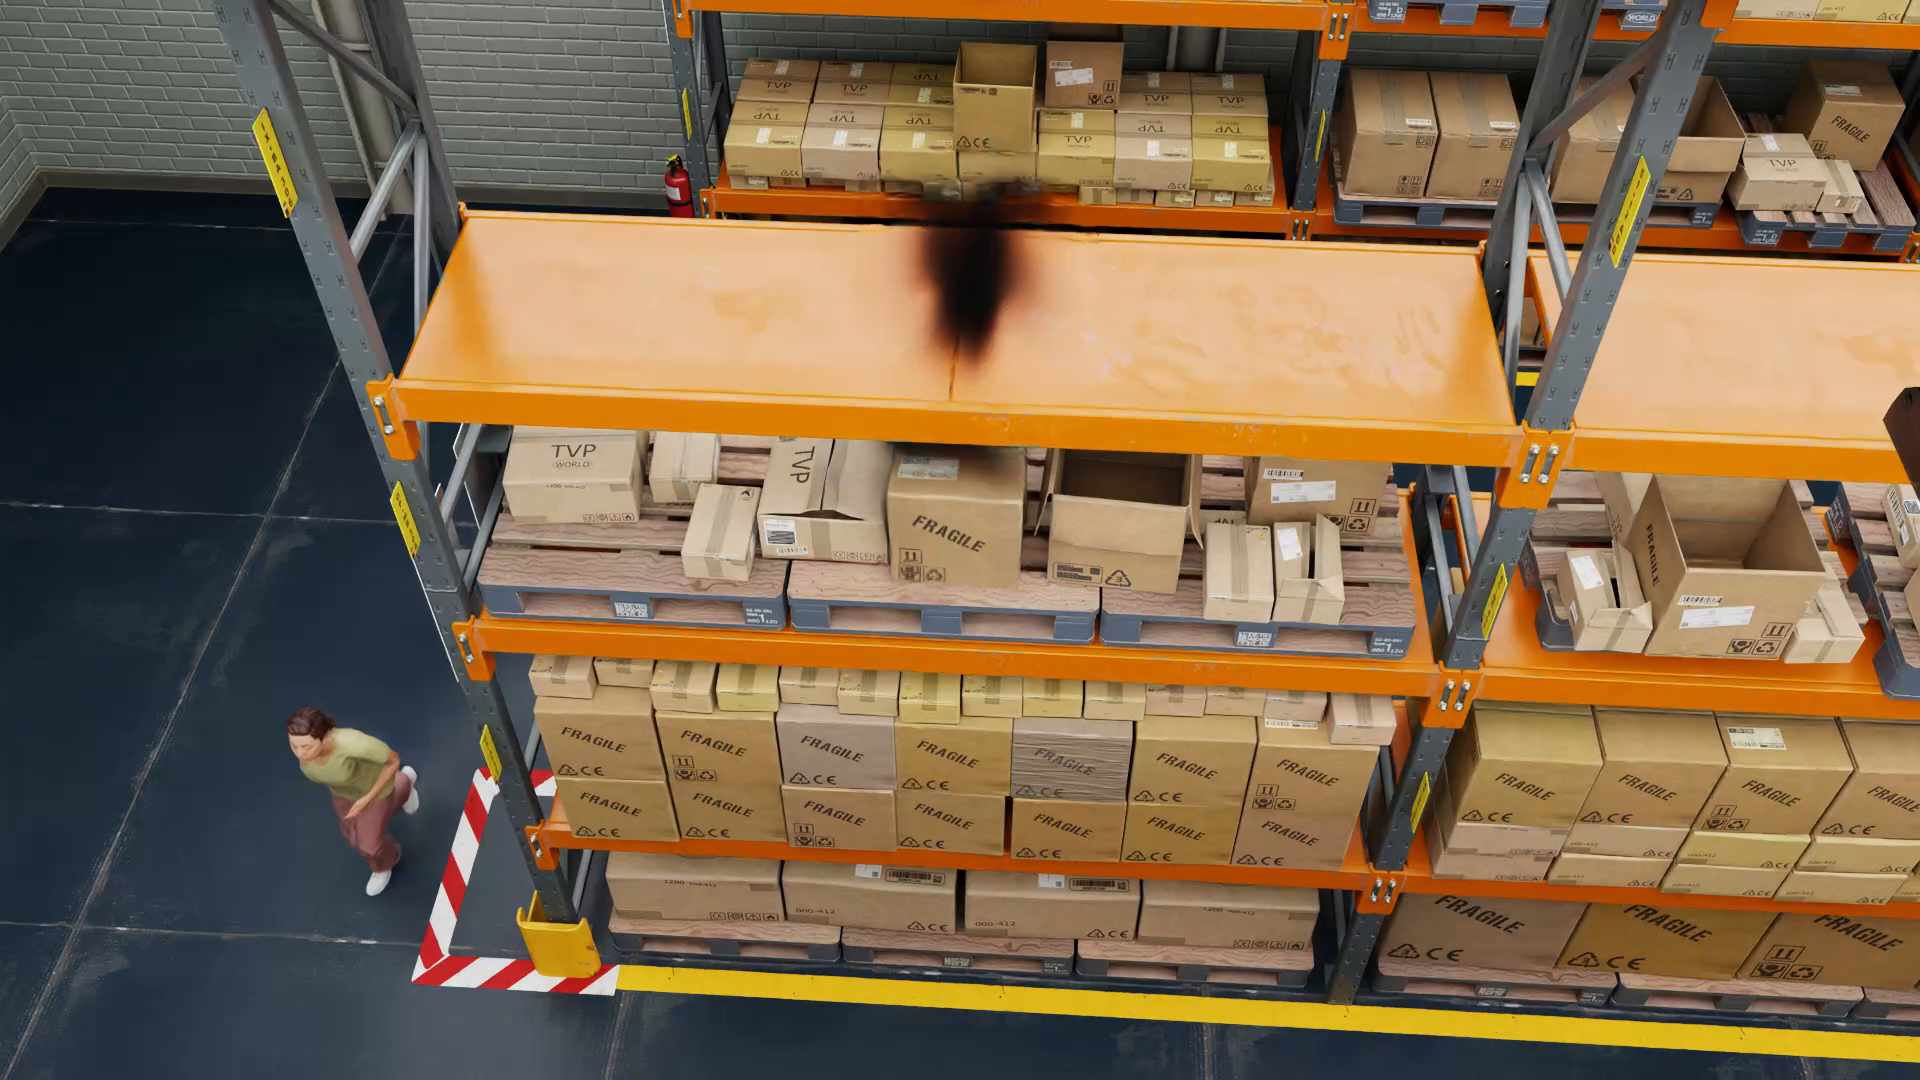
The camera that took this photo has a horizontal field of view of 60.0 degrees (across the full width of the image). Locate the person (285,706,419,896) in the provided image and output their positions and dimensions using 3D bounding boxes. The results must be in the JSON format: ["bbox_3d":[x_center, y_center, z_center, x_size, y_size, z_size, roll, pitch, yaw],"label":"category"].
[{"bbox_3d":[-3.055,1.221,8.571,0.575,1.606,0.678,8,48,8],"label":"person"}]
